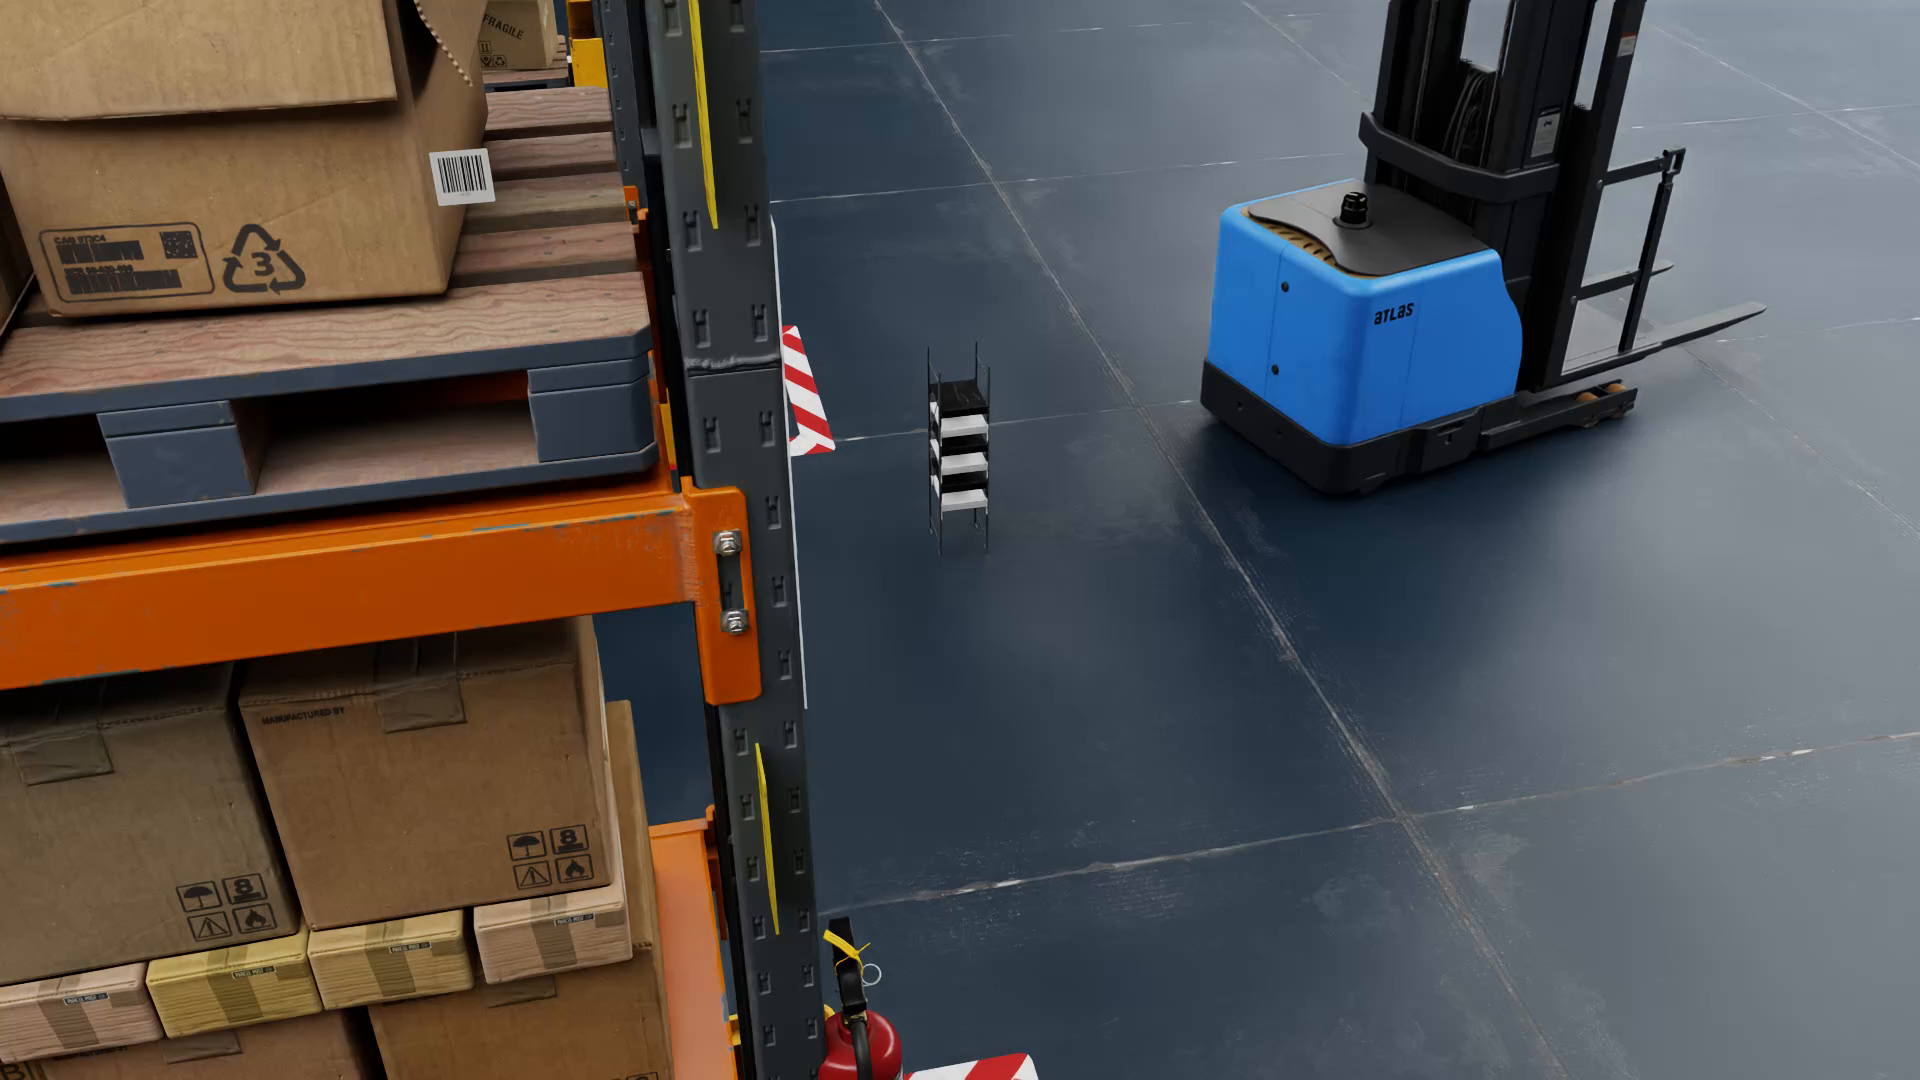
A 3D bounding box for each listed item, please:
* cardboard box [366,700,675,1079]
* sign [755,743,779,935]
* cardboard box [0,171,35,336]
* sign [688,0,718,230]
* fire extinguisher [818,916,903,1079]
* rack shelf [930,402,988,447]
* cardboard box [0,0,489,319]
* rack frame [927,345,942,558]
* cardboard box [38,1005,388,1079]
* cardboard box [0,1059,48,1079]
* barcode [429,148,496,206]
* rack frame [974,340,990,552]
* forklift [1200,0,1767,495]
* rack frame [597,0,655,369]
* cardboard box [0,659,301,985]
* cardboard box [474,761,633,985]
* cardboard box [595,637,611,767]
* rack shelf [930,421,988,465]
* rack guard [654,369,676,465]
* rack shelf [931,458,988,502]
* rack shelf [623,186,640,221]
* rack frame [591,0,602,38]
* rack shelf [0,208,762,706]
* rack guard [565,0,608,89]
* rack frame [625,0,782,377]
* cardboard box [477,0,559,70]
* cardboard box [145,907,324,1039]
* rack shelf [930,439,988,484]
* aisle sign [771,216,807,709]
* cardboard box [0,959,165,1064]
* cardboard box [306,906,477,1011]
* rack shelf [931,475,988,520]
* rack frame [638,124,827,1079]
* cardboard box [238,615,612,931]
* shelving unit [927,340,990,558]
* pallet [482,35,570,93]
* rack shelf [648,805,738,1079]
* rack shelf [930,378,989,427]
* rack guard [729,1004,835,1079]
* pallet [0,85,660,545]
[{"bbox_3d":[-0.866,0.761,3.334,0.500,0.500,0.700,-7,35,-11],"label":"cardboard box"},{"bbox_3d":[-0.302,0.470,2.606,0.005,0.325,0.100,-7,35,-11],"label":"sign"},{"bbox_3d":[-1.473,-0.378,2.062,0.500,0.250,0.500,-7,35,-11],"label":"cardboard box"},{"bbox_3d":[-0.302,-0.531,1.934,0.005,0.325,0.100,-7,35,-11],"label":"sign"},{"bbox_3d":[-0.190,1.023,3.104,0.183,0.674,0.296,-7,35,-11],"label":"fire extinguisher"},{"bbox_3d":[-0.008,-0.494,6.916,0.200,0.077,0.258,-7,35,-11],"label":"rack shelf"},{"bbox_3d":[-0.970,-0.700,2.314,0.637,0.503,0.797,-5,34,-7],"label":"cardboard box"},{"bbox_3d":[-0.107,-0.360,6.979,0.006,0.900,0.240,-7,35,-11],"label":"rack frame"},{"bbox_3d":[-1.378,0.829,3.234,0.500,0.500,0.700,-6,34,-9],"label":"cardboard box"},{"bbox_3d":[-1.863,0.887,3.147,0.500,0.500,0.700,-7,34,-10],"label":"cardboard box"},{"bbox_3d":[-0.596,-0.435,1.993,0.075,0.075,0.001,-7,35,-11],"label":"barcode"},{"bbox_3d":[0.091,-0.385,7.016,0.006,0.900,0.240,-7,35,-11],"label":"rack frame"},{"bbox_3d":[2.717,-2.003,7.604,3.031,2.935,1.130,-17,37,-23],"label":"forklift"},{"bbox_3d":[-1.497,-1.940,7.449,0.127,3.000,1.000,-7,35,-11],"label":"rack frame"},{"bbox_3d":[-1.430,0.297,2.862,0.500,0.500,0.700,-8,35,-12],"label":"cardboard box"},{"bbox_3d":[-0.739,0.592,3.004,0.250,0.149,0.380,-8,35,-11],"label":"cardboard box"},{"bbox_3d":[-0.838,0.373,3.331,0.250,0.149,0.380,-7,35,-11],"label":"cardboard box"},{"bbox_3d":[-0.008,-0.420,6.966,0.200,0.077,0.258,-7,35,-11],"label":"rack shelf"},{"bbox_3d":[-1.561,-0.867,8.094,0.348,0.500,1.175,-7,35,-11],"label":"rack guard"},{"bbox_3d":[-0.008,-0.270,7.066,0.200,0.077,0.258,-7,35,-11],"label":"rack shelf"},{"bbox_3d":[-3.448,-1.395,7.283,4.000,0.370,1.077,-7,35,-11],"label":"rack shelf"},{"bbox_3d":[-2.590,-4.632,11.461,0.127,3.000,1.000,-7,35,-11],"label":"rack frame"},{"bbox_3d":[-2.359,0.052,2.435,4.000,0.370,1.077,-7,35,-11],"label":"rack shelf"},{"bbox_3d":[-2.664,-3.585,12.143,0.348,0.500,1.175,-7,35,-11],"label":"rack guard"},{"bbox_3d":[-0.408,-1.739,1.765,0.127,3.000,1.000,-7,35,-11],"label":"rack frame"},{"bbox_3d":[-3.203,-3.701,11.939,0.500,0.500,0.500,-1,34,-2],"label":"cardboard box"},{"bbox_3d":[-1.243,0.657,2.908,0.250,0.149,0.380,-8,35,-11],"label":"cardboard box"},{"bbox_3d":[-0.008,-0.345,7.016,0.200,0.077,0.258,-7,35,-11],"label":"rack shelf"},{"bbox_3d":[-0.279,-0.175,2.486,0.004,0.787,0.394,-7,35,-11],"label":"aisle sign"},{"bbox_3d":[-1.489,0.686,2.863,0.250,0.149,0.380,-7,34,-10],"label":"cardboard box"},{"bbox_3d":[-0.994,0.625,2.955,0.250,0.149,0.380,-6,34,-9],"label":"cardboard box"},{"bbox_3d":[-0.008,-0.196,7.117,0.200,0.077,0.258,-7,35,-11],"label":"rack shelf"},{"bbox_3d":[-0.408,0.753,3.437,0.127,3.000,1.000,-7,35,-11],"label":"rack frame"},{"bbox_3d":[-0.918,0.229,2.962,0.500,0.500,0.700,-7,35,-10],"label":"cardboard box"},{"bbox_3d":[-0.008,-0.373,6.998,0.210,0.900,0.258,-7,35,-11],"label":"shelving unit"},{"bbox_3d":[-3.464,-3.384,12.103,1.213,0.211,1.003,-7,35,-11],"label":"pallet"},{"bbox_3d":[-2.359,1.297,3.271,4.000,0.370,1.077,-7,35,-11],"label":"rack shelf"},{"bbox_3d":[-0.008,-0.569,6.866,0.200,0.077,0.258,-7,35,-11],"label":"rack shelf"},{"bbox_3d":[-0.385,1.788,4.138,0.348,0.500,1.175,-7,35,-11],"label":"rack guard"},{"bbox_3d":[-1.104,-0.383,2.517,1.213,0.211,1.003,-7,35,-11],"label":"pallet"}]
